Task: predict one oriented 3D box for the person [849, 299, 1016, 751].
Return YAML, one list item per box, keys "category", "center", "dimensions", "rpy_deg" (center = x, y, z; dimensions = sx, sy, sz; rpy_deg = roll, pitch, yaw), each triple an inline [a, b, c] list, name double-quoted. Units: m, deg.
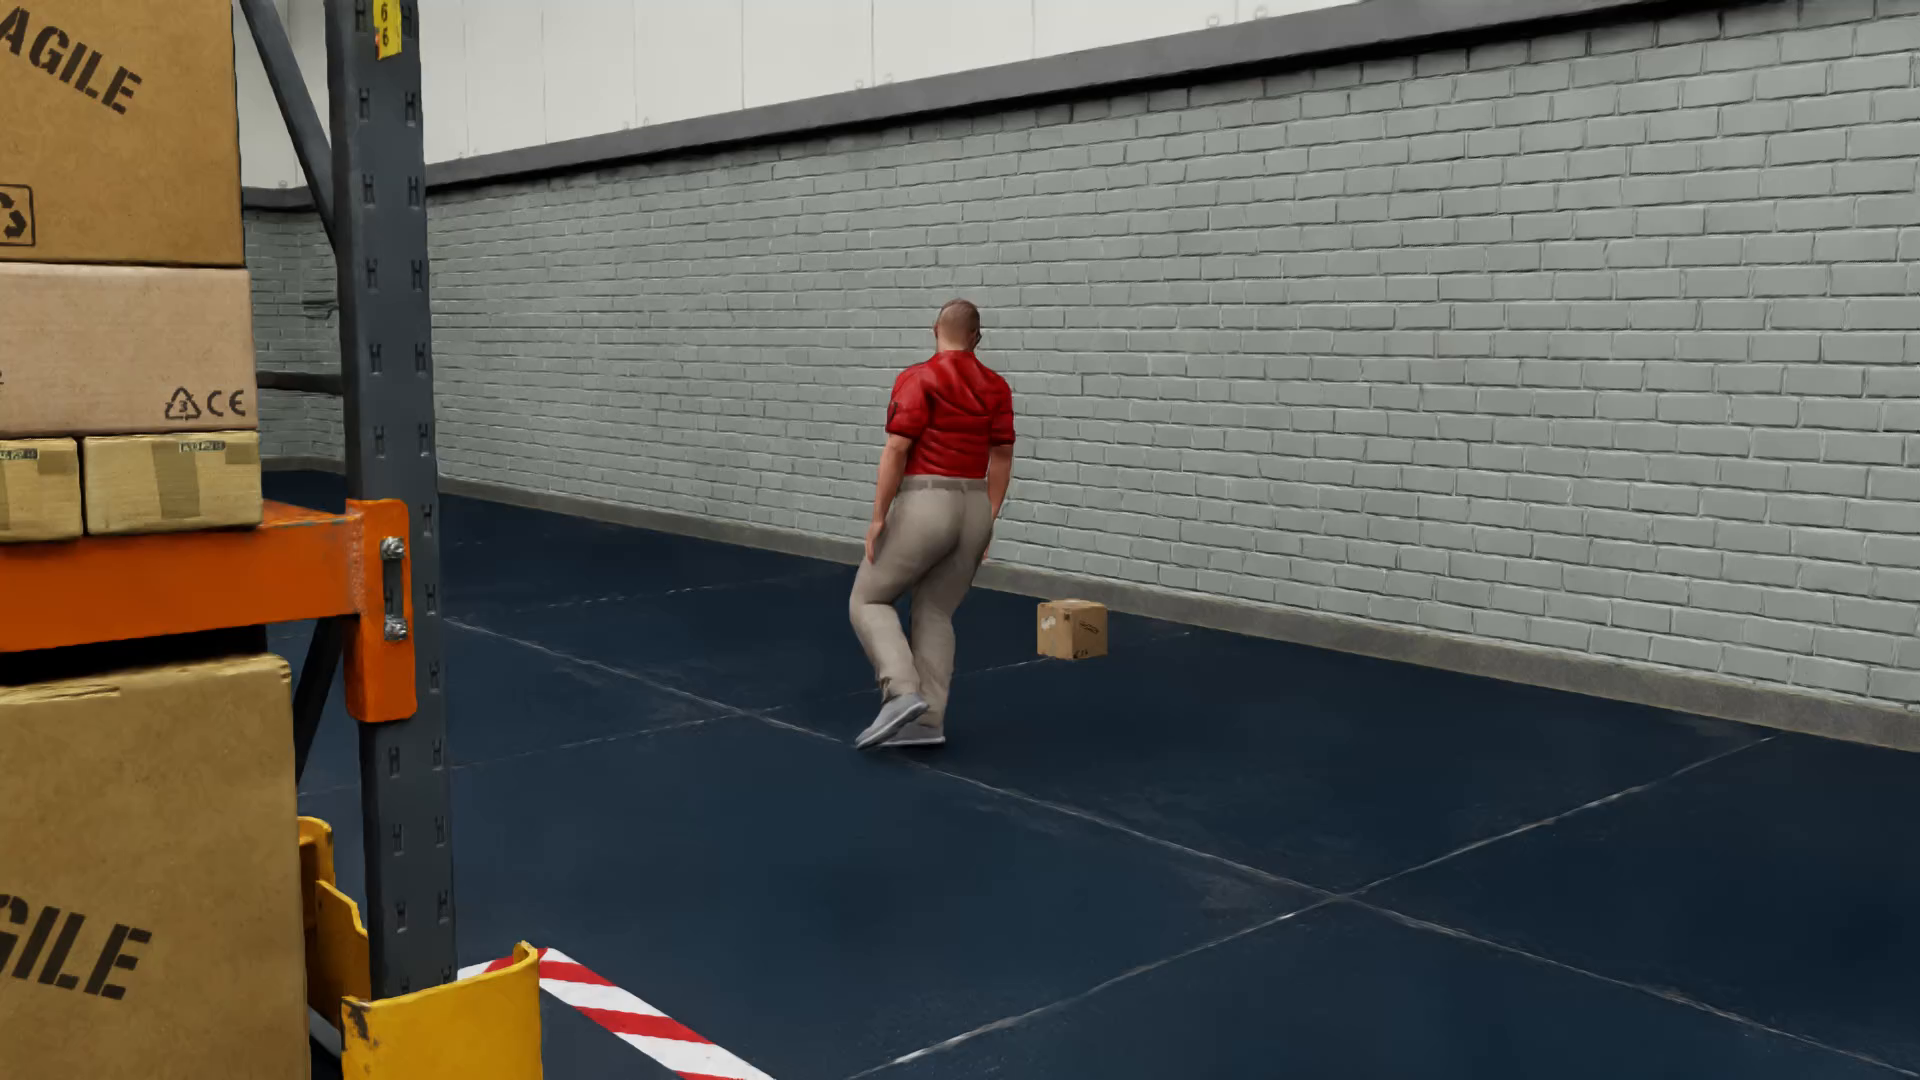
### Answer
- category: "person"
  center: [-0.139, -0.054, 6.349]
  dimensions: [0.699, 1.717, 0.450]
  rpy_deg: [-7, 10, -41]
